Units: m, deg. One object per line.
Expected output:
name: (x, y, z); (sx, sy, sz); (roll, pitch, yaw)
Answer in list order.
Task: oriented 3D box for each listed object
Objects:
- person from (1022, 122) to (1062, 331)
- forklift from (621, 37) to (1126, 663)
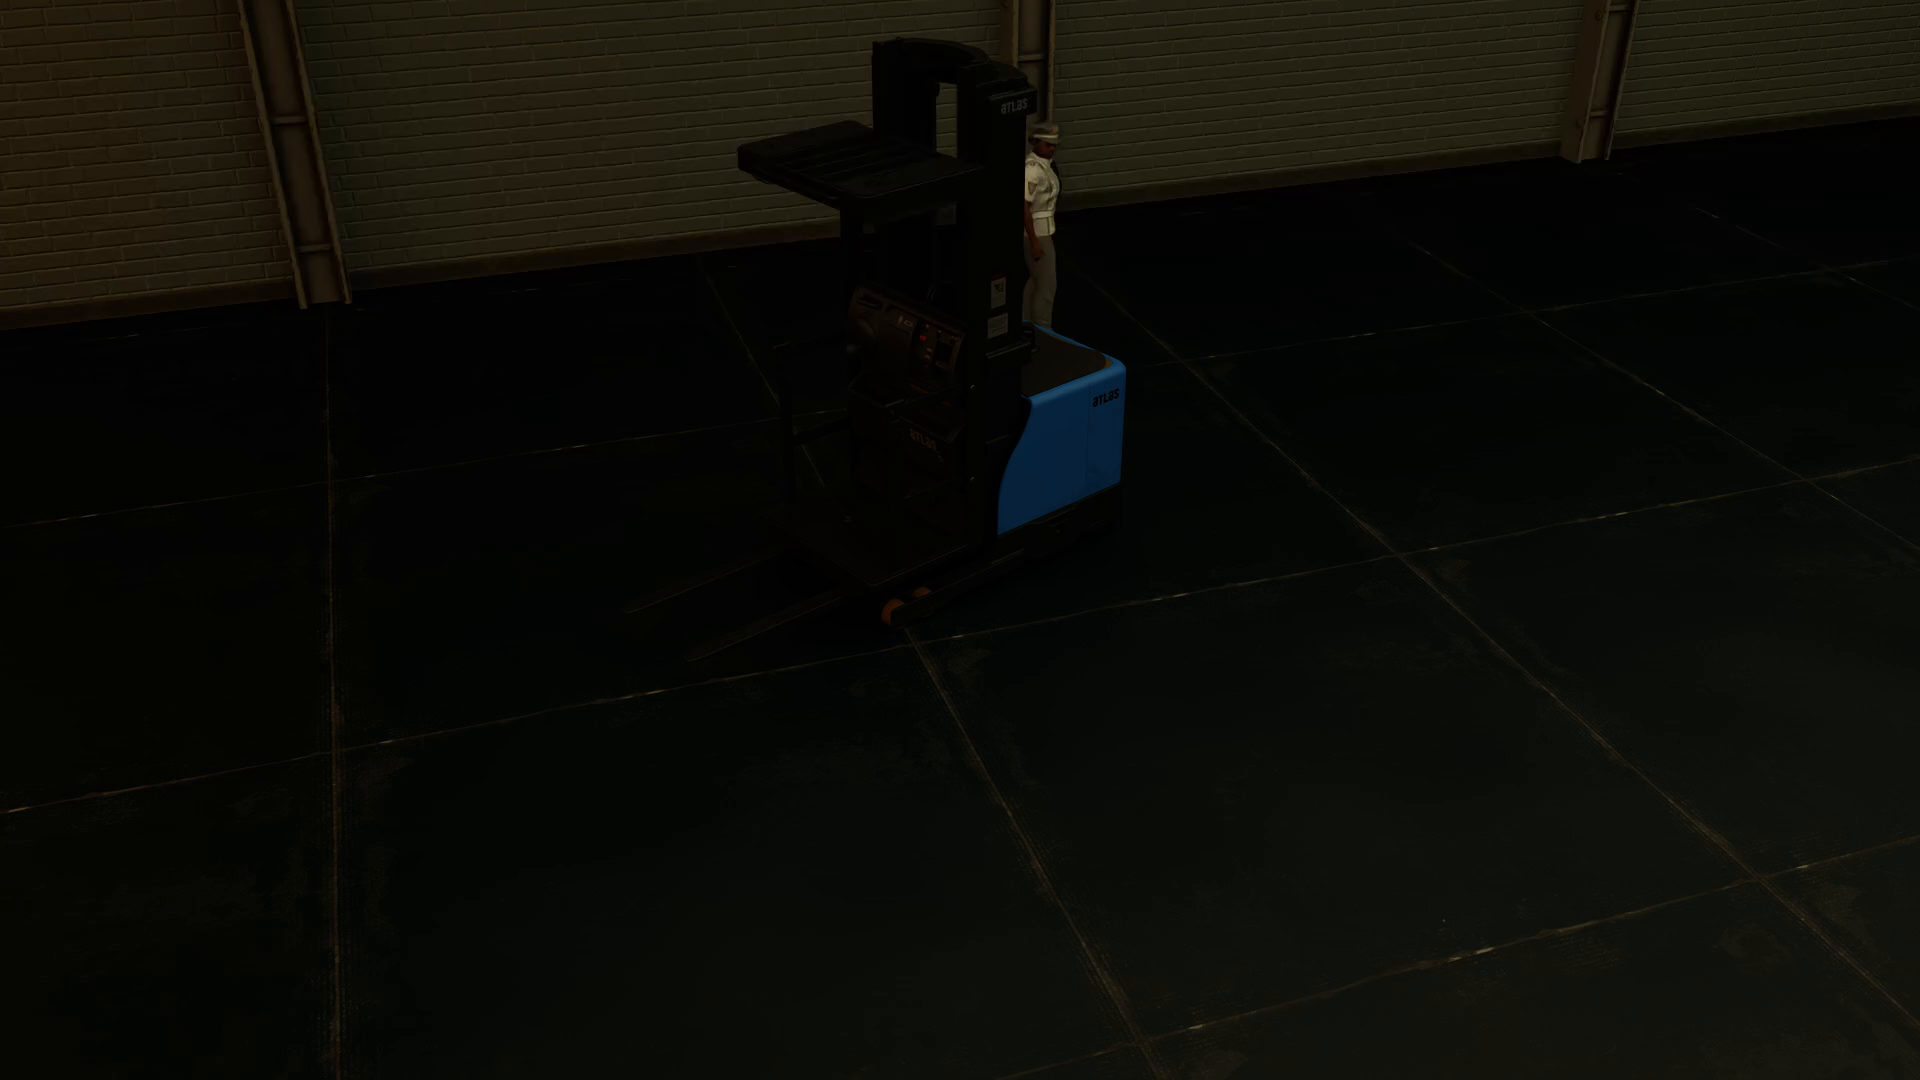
person: (0.618, -2.249, 12.270); (0.438, 1.665, 0.623); (1, 30, 1)
forklift: (-0.461, -1.072, 8.951); (3.031, 2.935, 1.130); (-23, 37, -34)
